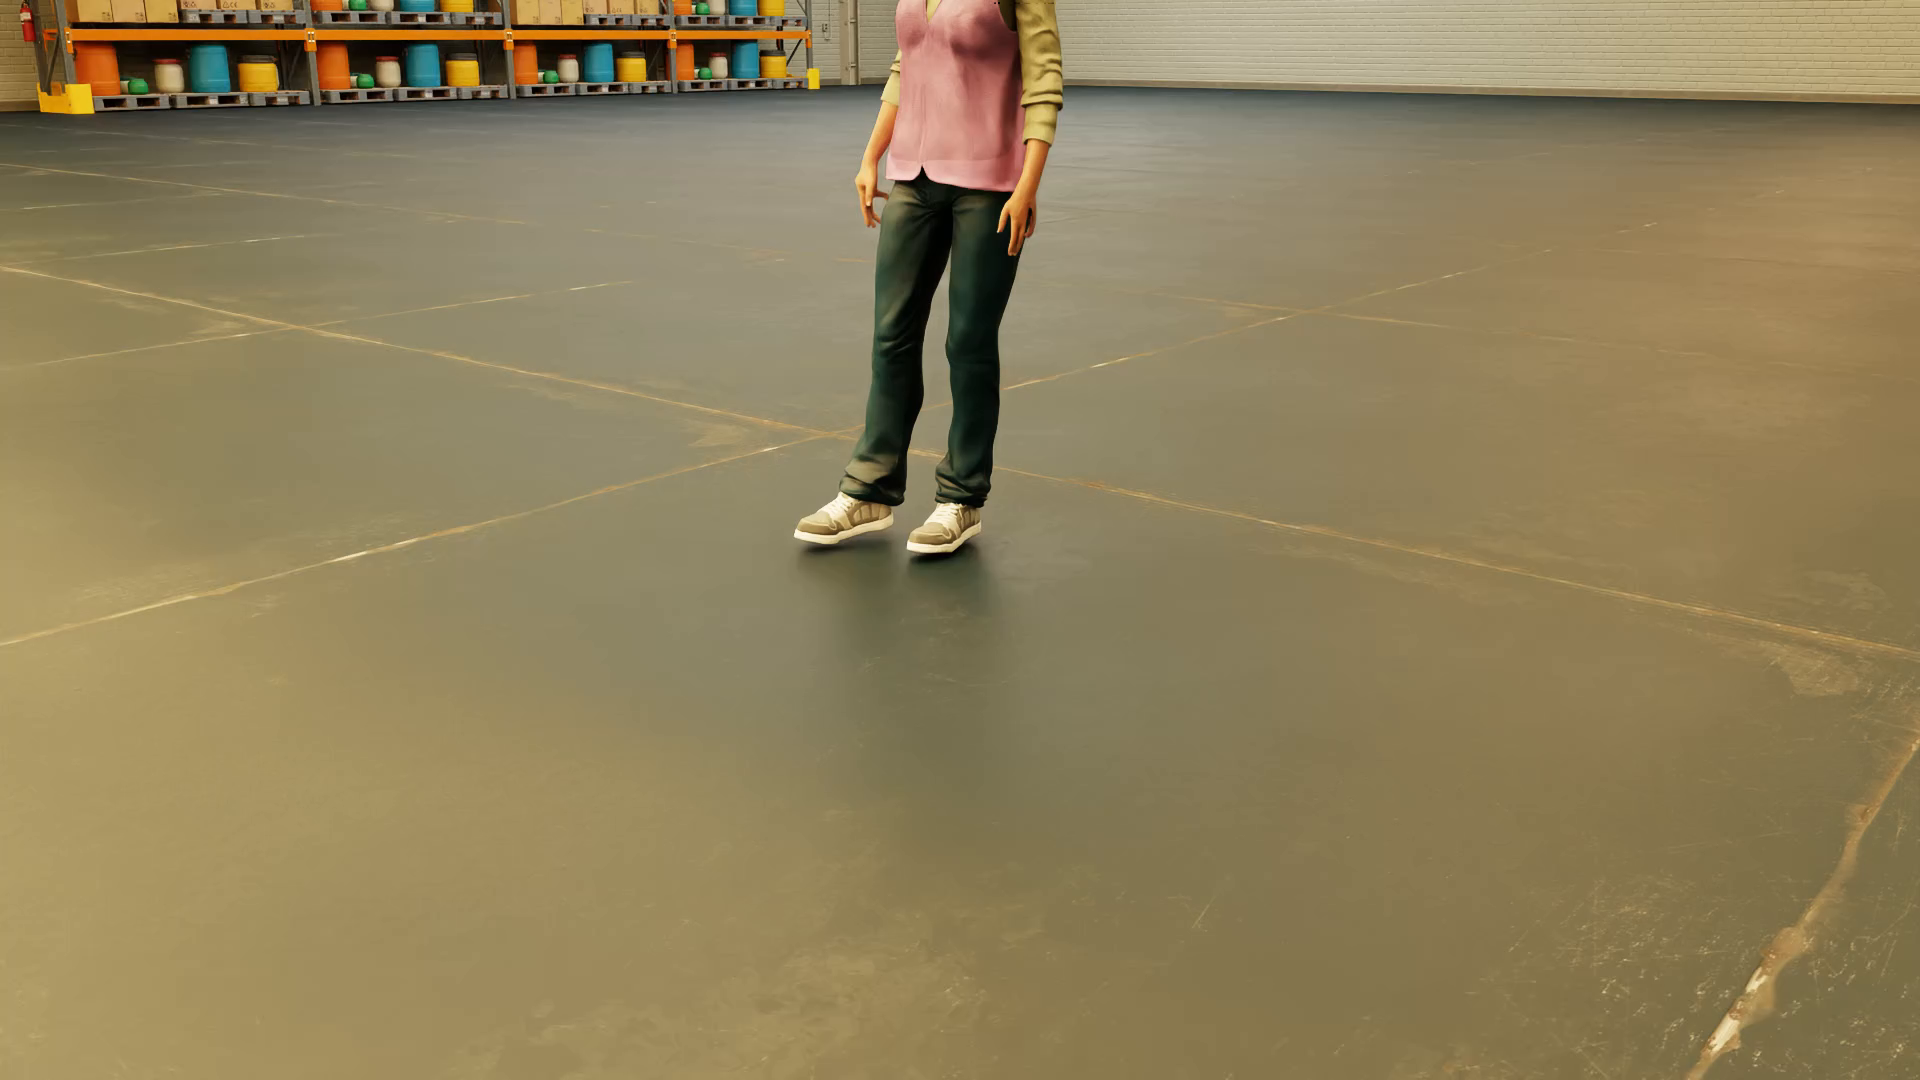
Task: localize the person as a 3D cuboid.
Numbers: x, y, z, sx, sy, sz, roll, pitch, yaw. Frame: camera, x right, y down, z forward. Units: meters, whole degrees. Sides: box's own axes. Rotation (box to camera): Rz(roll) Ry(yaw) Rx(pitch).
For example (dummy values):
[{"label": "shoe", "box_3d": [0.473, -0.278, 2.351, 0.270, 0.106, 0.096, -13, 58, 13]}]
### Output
[{"label": "person", "box_3d": [-0.058, -0.757, 3.661, 0.521, 1.599, 0.473, 13, 21, 37]}]
